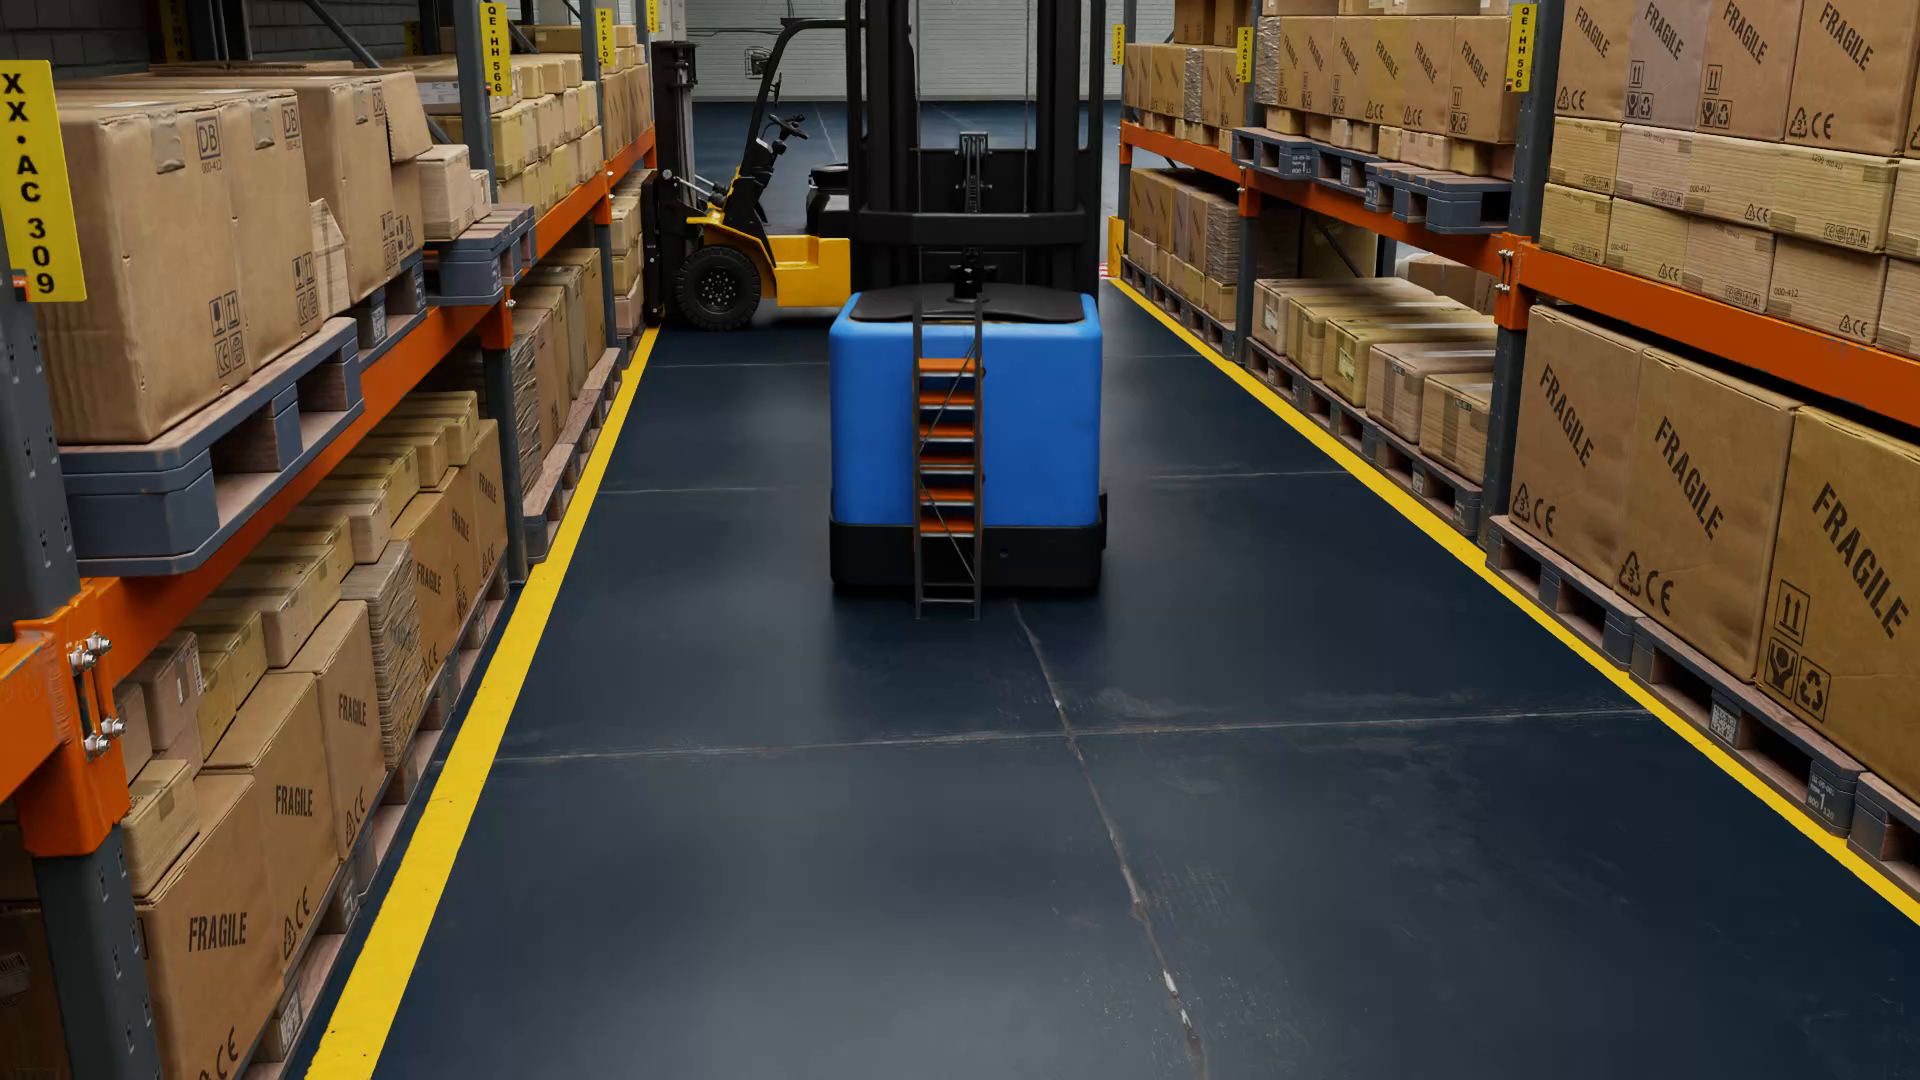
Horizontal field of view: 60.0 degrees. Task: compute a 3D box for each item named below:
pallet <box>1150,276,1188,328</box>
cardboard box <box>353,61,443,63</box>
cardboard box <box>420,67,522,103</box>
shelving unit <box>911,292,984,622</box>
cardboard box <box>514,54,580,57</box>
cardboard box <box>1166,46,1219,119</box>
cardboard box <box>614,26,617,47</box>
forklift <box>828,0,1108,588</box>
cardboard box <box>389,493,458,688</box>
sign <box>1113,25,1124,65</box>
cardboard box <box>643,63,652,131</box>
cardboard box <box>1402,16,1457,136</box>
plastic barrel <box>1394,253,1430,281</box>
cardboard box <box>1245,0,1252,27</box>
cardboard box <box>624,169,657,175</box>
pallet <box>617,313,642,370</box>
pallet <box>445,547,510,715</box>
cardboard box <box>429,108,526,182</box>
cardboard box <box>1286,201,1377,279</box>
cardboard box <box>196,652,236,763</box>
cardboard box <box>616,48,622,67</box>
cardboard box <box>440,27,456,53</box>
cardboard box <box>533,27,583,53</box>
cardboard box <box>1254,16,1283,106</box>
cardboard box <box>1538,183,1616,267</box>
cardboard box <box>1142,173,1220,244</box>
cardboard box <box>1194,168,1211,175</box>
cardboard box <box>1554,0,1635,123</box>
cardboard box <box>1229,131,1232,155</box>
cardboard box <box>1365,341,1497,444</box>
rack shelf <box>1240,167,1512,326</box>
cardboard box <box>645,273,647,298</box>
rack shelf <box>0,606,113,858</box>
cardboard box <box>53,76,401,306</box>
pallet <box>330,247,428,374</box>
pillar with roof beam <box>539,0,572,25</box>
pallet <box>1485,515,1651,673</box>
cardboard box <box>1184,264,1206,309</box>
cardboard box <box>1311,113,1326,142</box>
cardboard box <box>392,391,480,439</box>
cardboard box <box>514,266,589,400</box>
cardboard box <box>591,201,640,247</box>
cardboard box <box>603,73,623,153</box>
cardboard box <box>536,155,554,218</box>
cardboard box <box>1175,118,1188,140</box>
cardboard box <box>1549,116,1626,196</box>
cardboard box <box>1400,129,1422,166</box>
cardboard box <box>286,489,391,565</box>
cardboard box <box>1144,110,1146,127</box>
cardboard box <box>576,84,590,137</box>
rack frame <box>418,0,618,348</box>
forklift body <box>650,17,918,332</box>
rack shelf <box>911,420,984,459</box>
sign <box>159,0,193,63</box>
[{"bbox_3d":[2.062,-1.829,12.649,1.003,0.211,1.213,-2,18,-6],"label":"pallet"},{"bbox_3d":[-2.708,-2.231,8.027,0.380,0.149,0.250,-2,18,-5],"label":"cardboard box"},{"bbox_3d":[-2.090,-1.944,7.110,0.380,0.149,0.250,-2,17,-5],"label":"cardboard box"},{"bbox_3d":[-0.043,-0.298,6.122,0.258,1.200,0.189,1,17,2],"label":"shelving unit"},{"bbox_3d":[-2.386,-2.704,9.531,0.380,0.149,0.250,-1,17,-4],"label":"cardboard box"},{"bbox_3d":[1.826,-3.370,12.241,0.500,0.500,0.500,-2,18,-7],"label":"cardboard box"},{"bbox_3d":[-2.644,-3.575,11.810,0.380,0.149,0.250,-2,17,-5],"label":"cardboard box"},{"bbox_3d":[0.074,-1.606,7.398,1.130,2.935,3.031,1,17,2],"label":"forklift"},{"bbox_3d":[-1.874,0.167,5.108,0.500,0.500,0.500,-1,17,-3],"label":"cardboard box"},{"bbox_3d":[1.343,-4.184,14.050,0.100,0.325,0.005,-2,18,-6],"label":"sign"},{"bbox_3d":[-2.742,-3.542,13.285,0.500,0.500,0.500,-2,18,-7],"label":"cardboard box"},{"bbox_3d":[2.320,-2.075,7.413,0.500,0.500,0.500,-2,18,-7],"label":"cardboard box"},{"bbox_3d":[3.601,-1.990,12.808,0.512,0.421,0.421,11,21,32],"label":"plastic barrel"},{"bbox_3d":[2.410,-3.704,11.633,0.700,0.500,0.500,-2,18,-7],"label":"cardboard box"},{"bbox_3d":[-2.697,-2.871,13.534,0.500,0.250,0.500,-1,17,-4],"label":"cardboard box"},{"bbox_3d":[-2.682,-1.349,11.122,1.003,0.211,1.213,-2,18,-6],"label":"pallet"},{"bbox_3d":[-2.190,0.304,5.855,1.003,0.211,1.213,-2,18,-6],"label":"pallet"},{"bbox_3d":[-2.007,-1.557,6.545,0.500,0.250,0.500,-2,18,-6],"label":"cardboard box"},{"bbox_3d":[2.503,-2.026,11.261,0.500,0.500,0.500,-1,17,-3],"label":"cardboard box"},{"bbox_3d":[-1.732,0.354,3.432,0.380,0.149,0.250,-3,18,-9],"label":"cardboard box"},{"bbox_3d":[-2.516,-3.284,11.379,0.380,0.149,0.250,-2,18,-7],"label":"cardboard box"},{"bbox_3d":[-2.975,-3.026,10.062,0.380,0.149,0.250,-2,18,-6],"label":"cardboard box"},{"bbox_3d":[-2.380,-3.045,10.120,0.380,0.149,0.250,-1,17,-5],"label":"cardboard box"},{"bbox_3d":[2.058,-2.837,9.842,0.500,0.500,0.500,-1,17,-4],"label":"cardboard box"},{"bbox_3d":[2.508,-1.179,6.175,0.500,0.250,0.500,-2,18,-7],"label":"cardboard box"},{"bbox_3d":[1.752,-2.622,13.159,0.500,0.500,0.500,-2,18,-8],"label":"cardboard box"},{"bbox_3d":[2.224,-2.803,13.735,0.500,0.500,0.500,-2,18,-5],"label":"cardboard box"},{"bbox_3d":[2.515,-1.774,5.985,0.500,0.500,0.500,-2,18,-7],"label":"cardboard box"},{"bbox_3d":[1.959,-2.562,10.750,0.380,0.149,0.250,-2,18,-6],"label":"cardboard box"},{"bbox_3d":[2.575,-0.739,8.209,0.950,0.372,0.625,-2,18,-7],"label":"cardboard box"},{"bbox_3d":[2.501,-1.657,8.647,1.077,0.370,4.000,-2,18,-6],"label":"rack shelf"},{"bbox_3d":[-2.531,-1.939,12.236,0.500,0.250,0.500,-1,17,-4],"label":"cardboard box"},{"bbox_3d":[-1.610,0.881,0.563,1.077,0.370,4.000,-2,18,-6],"label":"rack shelf"},{"bbox_3d":[-1.778,-0.845,3.993,0.700,0.500,0.500,-2,18,-6],"label":"cardboard box"},{"bbox_3d":[-2.024,-0.579,4.333,1.003,0.211,1.213,-2,18,-6],"label":"pallet"},{"bbox_3d":[-0.216,-8.181,18.211,9.100,9.000,0.400,-2,18,-6],"label":"pillar with roof beam"},{"bbox_3d":[2.714,0.164,6.304,1.003,0.211,1.213,-2,18,-6],"label":"pallet"},{"bbox_3d":[1.902,-1.810,11.825,0.500,0.250,0.500,-2,18,-7],"label":"cardboard box"},{"bbox_3d":[2.145,-2.267,9.109,0.380,0.149,0.250,-2,17,-5],"label":"cardboard box"},{"bbox_3d":[-1.926,-0.427,5.920,0.380,0.149,0.250,-3,18,-8],"label":"cardboard box"},{"bbox_3d":[-2.504,-1.122,9.007,0.875,0.625,0.625,-2,18,-6],"label":"cardboard box"},{"bbox_3d":[-2.422,-2.113,11.121,0.500,0.250,0.500,-2,18,-6],"label":"cardboard box"},{"bbox_3d":[-2.498,-2.784,10.870,0.500,0.500,0.500,-1,17,-5],"label":"cardboard box"},{"bbox_3d":[-2.139,-1.621,7.583,0.500,0.250,0.500,-2,18,-7],"label":"cardboard box"},{"bbox_3d":[1.791,-3.018,12.200,0.380,0.149,0.250,-2,18,-5],"label":"cardboard box"},{"bbox_3d":[2.514,-1.412,6.084,0.500,0.250,0.500,-2,18,-6],"label":"cardboard box"},{"bbox_3d":[2.252,-1.801,7.626,0.380,0.149,0.250,-3,18,-8],"label":"cardboard box"},{"bbox_3d":[-1.818,-0.032,4.659,0.380,0.149,0.250,-3,18,-8],"label":"cardboard box"},{"bbox_3d":[1.698,-3.404,13.430,0.380,0.149,0.250,-2,18,-7],"label":"cardboard box"},{"bbox_3d":[-2.277,-2.317,8.965,0.500,0.250,0.500,-2,18,-7],"label":"cardboard box"},{"bbox_3d":[-2.642,-2.441,9.945,1.000,3.000,0.127,-2,18,-6],"label":"rack frame"},{"bbox_3d":[-1.044,-2.719,12.249,2.313,2.155,1.214,-2,18,-6],"label":"forklift body"},{"bbox_3d":[-0.043,-0.370,6.099,0.258,0.103,0.180,1,17,2],"label":"rack shelf"},{"bbox_3d":[-2.781,-1.784,5.918,0.100,0.325,0.005,-2,18,-6],"label":"sign"}]
